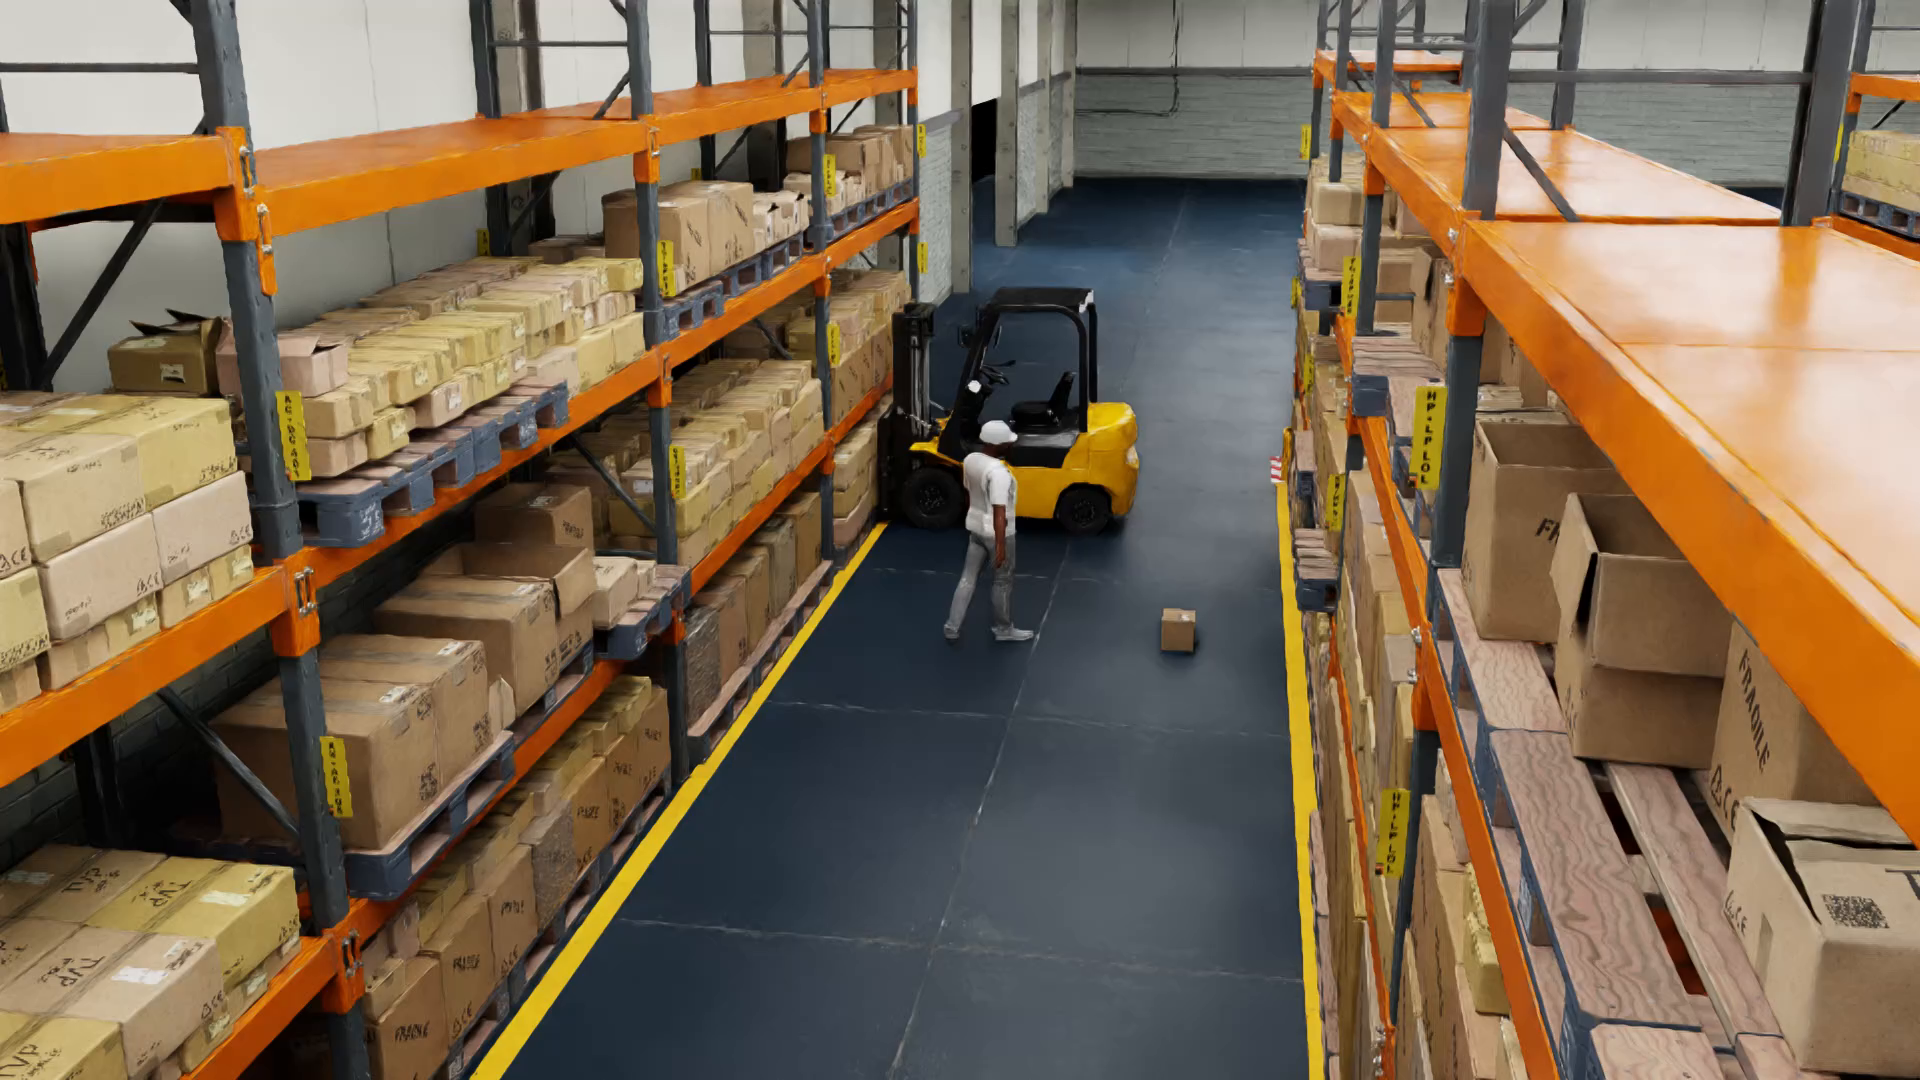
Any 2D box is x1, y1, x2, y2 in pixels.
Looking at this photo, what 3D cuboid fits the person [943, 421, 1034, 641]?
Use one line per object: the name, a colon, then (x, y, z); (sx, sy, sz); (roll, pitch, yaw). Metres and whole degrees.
person: (0.220, -0.059, 12.698); (0.641, 1.761, 0.669); (-12, 21, -33)
